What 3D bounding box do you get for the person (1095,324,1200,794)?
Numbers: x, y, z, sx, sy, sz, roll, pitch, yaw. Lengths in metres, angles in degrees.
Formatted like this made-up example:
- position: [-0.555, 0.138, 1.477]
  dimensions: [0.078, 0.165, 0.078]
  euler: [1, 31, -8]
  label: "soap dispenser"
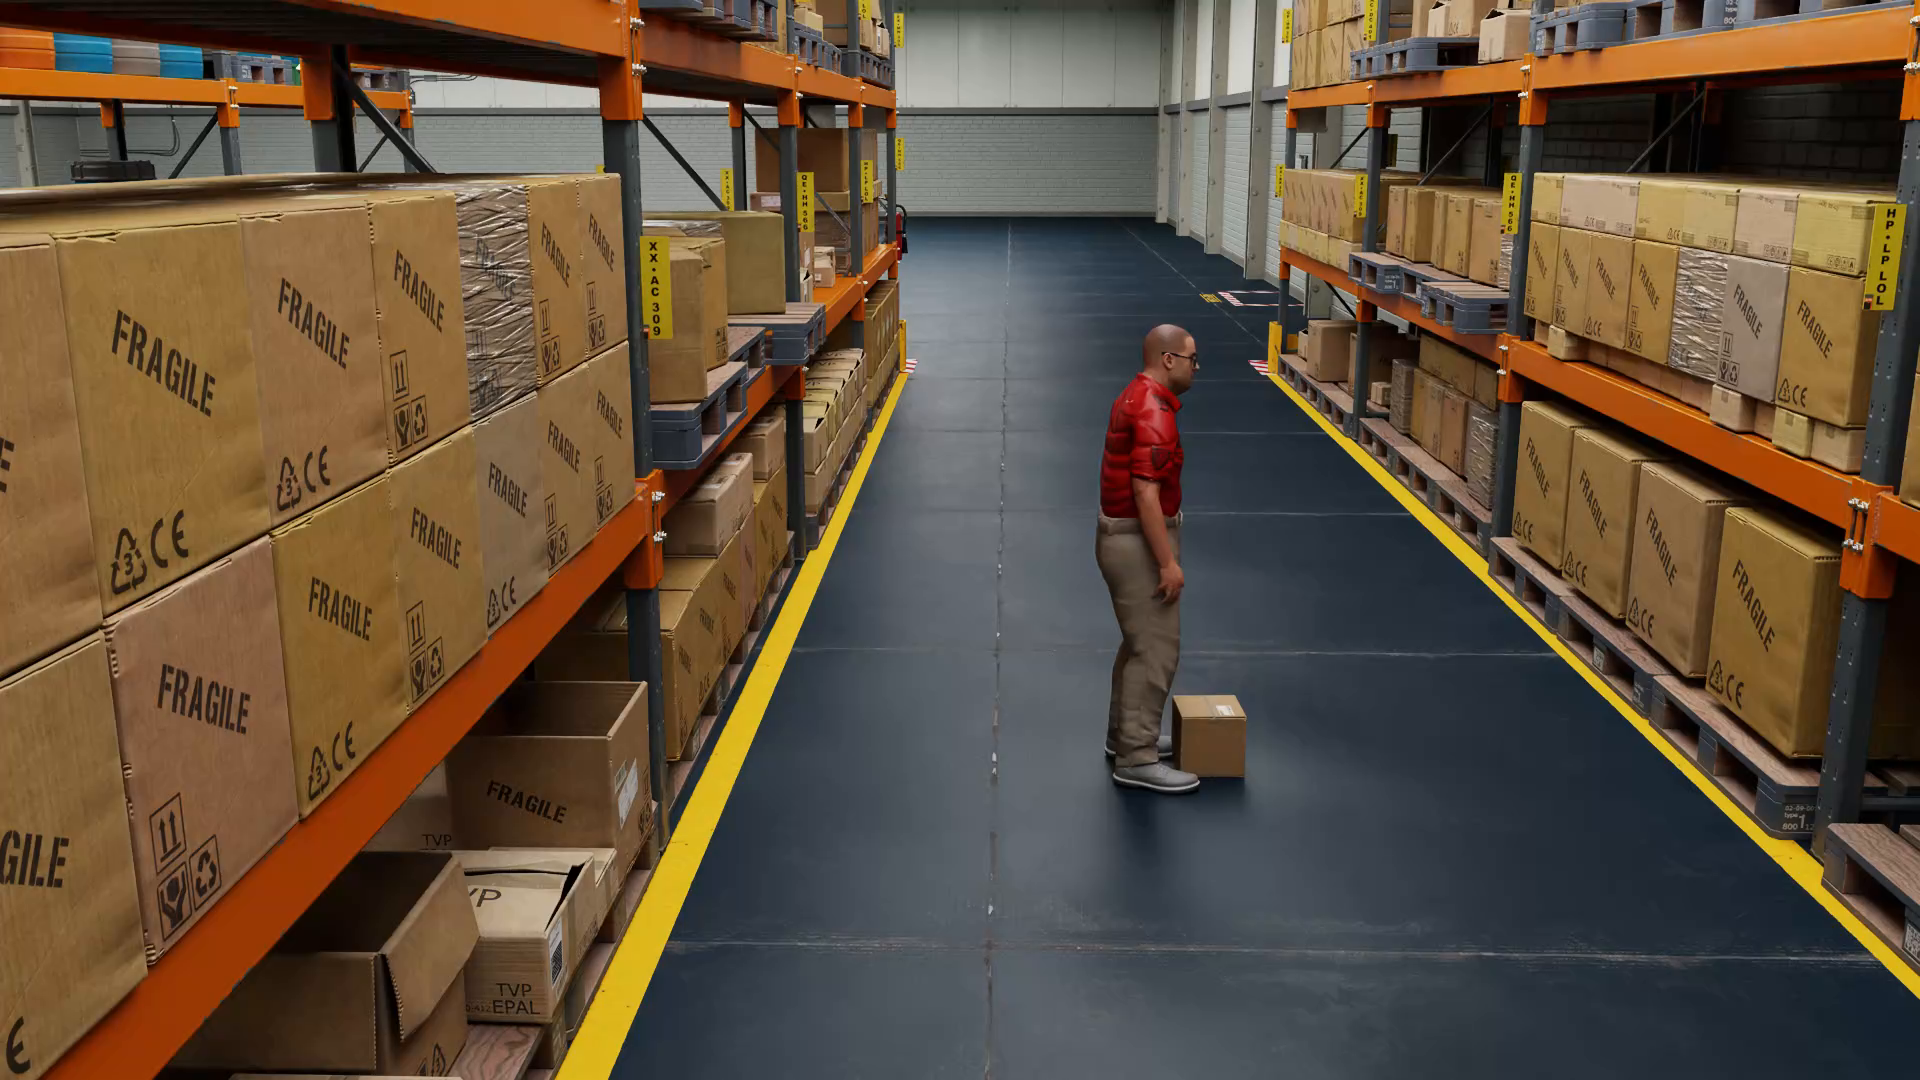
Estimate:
- position: [0.715, 0.048, 6.330]
  dimensions: [0.384, 1.728, 0.603]
  euler: [0, 14, -1]
  label: "person"
